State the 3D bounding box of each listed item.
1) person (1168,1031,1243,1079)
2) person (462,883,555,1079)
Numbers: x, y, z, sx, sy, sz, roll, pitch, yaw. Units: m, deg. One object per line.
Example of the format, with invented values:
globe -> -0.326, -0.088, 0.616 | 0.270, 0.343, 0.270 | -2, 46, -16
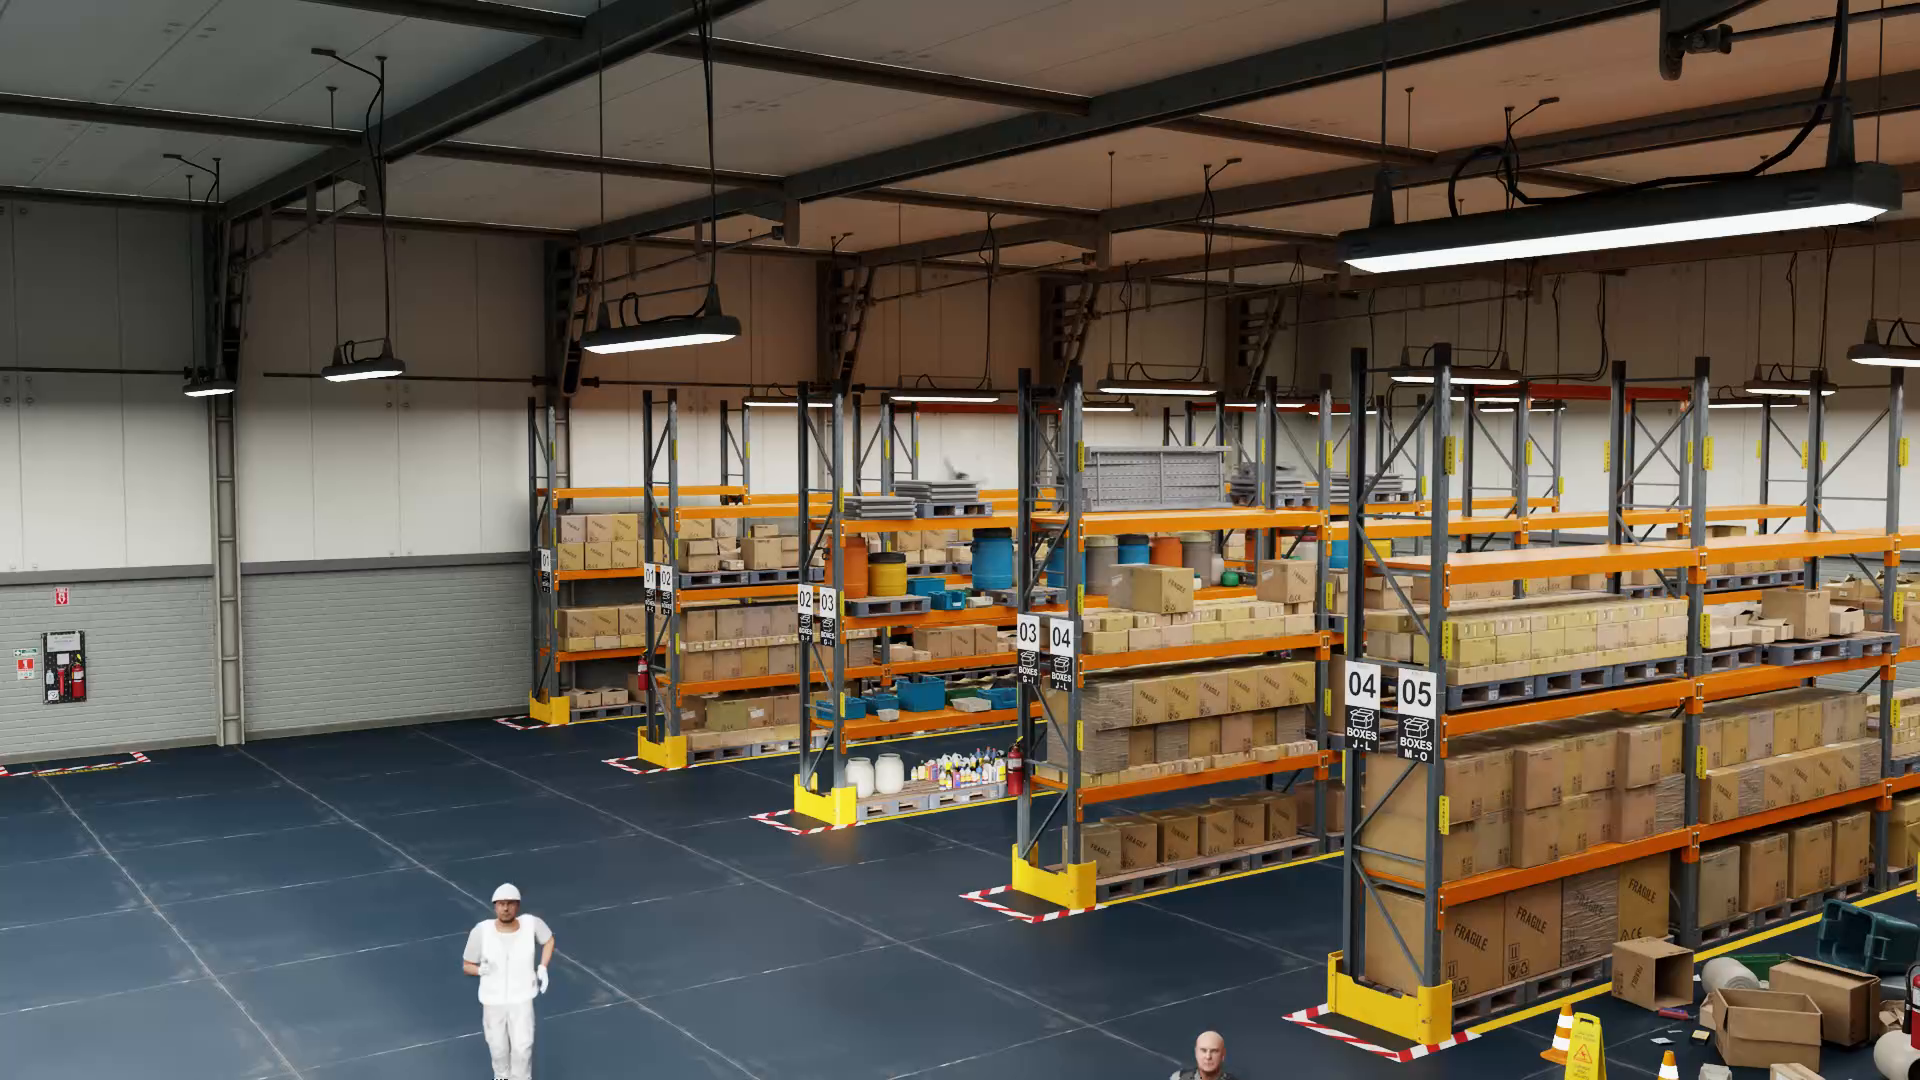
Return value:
person -> 1.452, 3.736, 9.782 | 0.664, 1.696, 0.868 | 1, 3, 14
person -> -3.423, 3.515, 12.603 | 0.657, 1.835, 0.763 | -1, 3, -9
